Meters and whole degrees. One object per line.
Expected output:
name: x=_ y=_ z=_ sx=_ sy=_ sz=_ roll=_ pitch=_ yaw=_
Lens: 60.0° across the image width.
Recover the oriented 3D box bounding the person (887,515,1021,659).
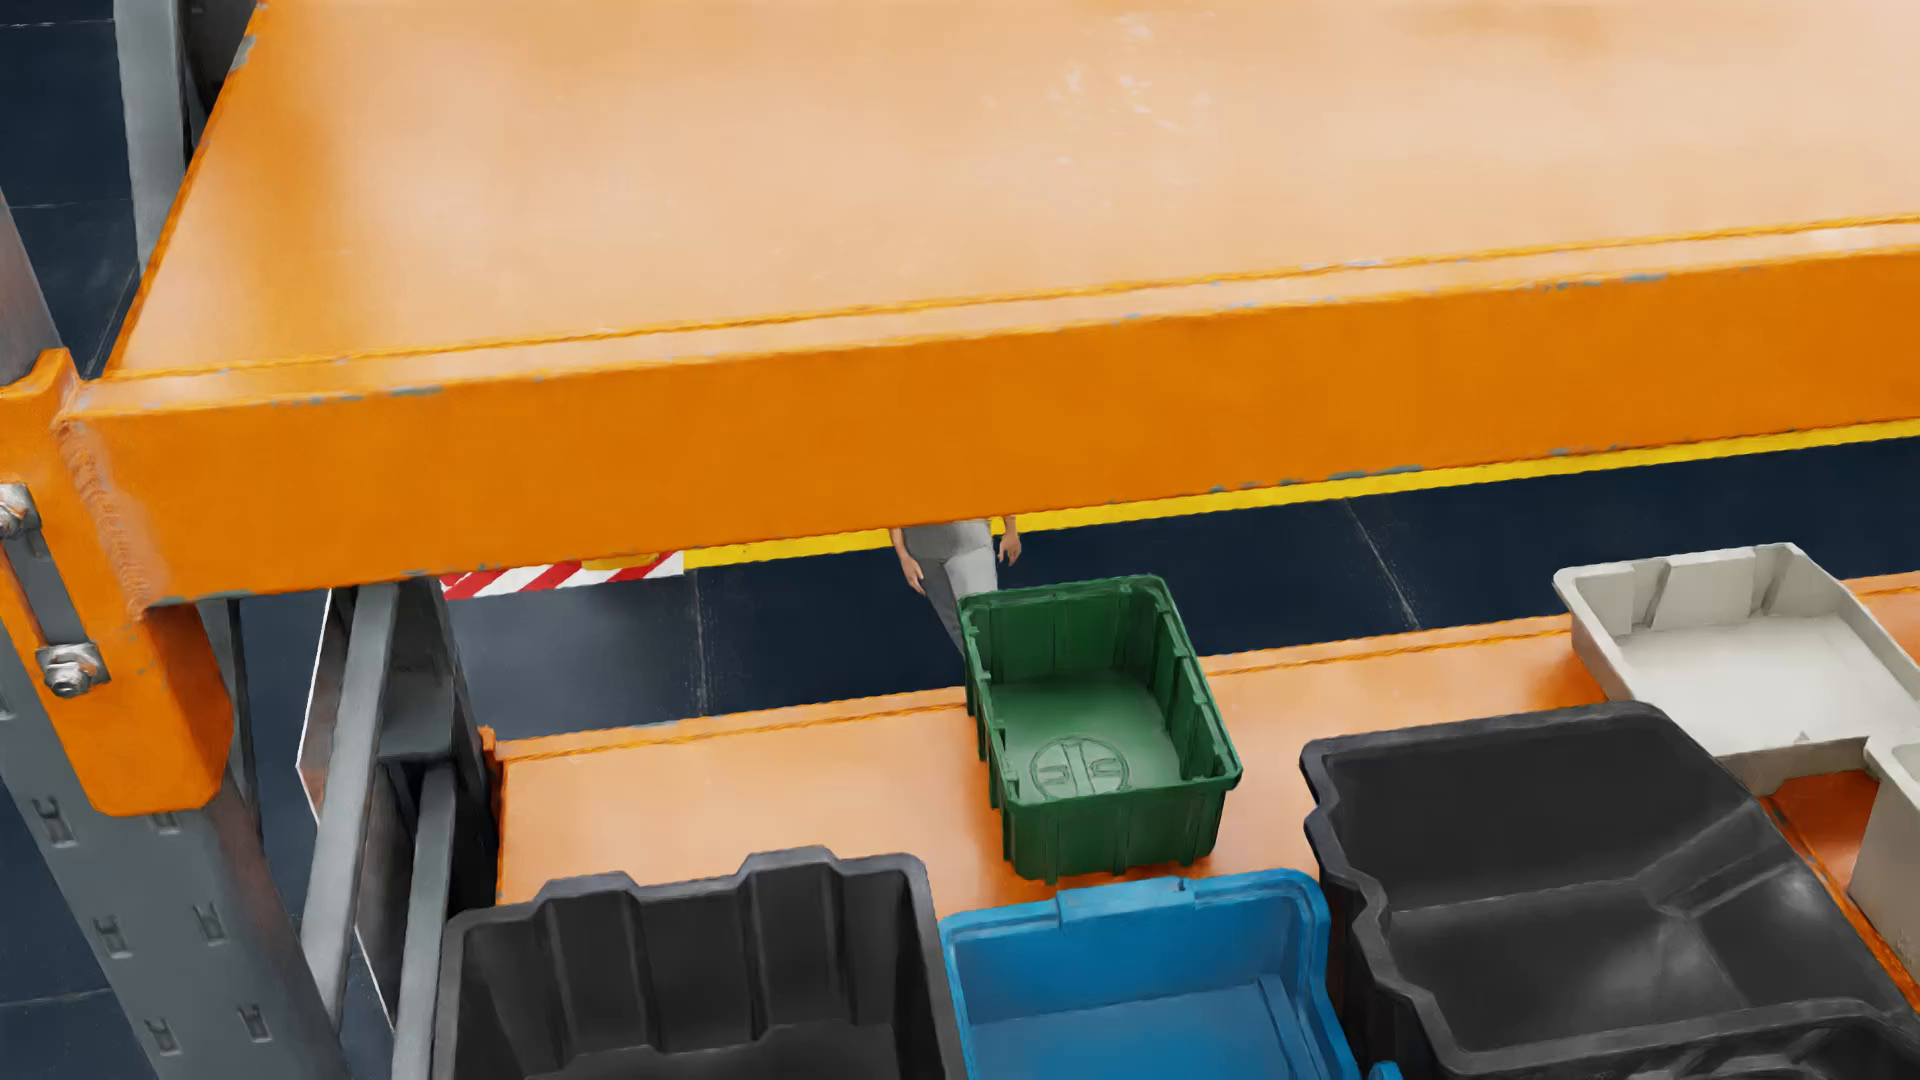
person: x=-0.008 y=0.025 z=6.122 sx=0.643 sy=1.634 sz=0.482 roll=8 pitch=40 yaw=10
